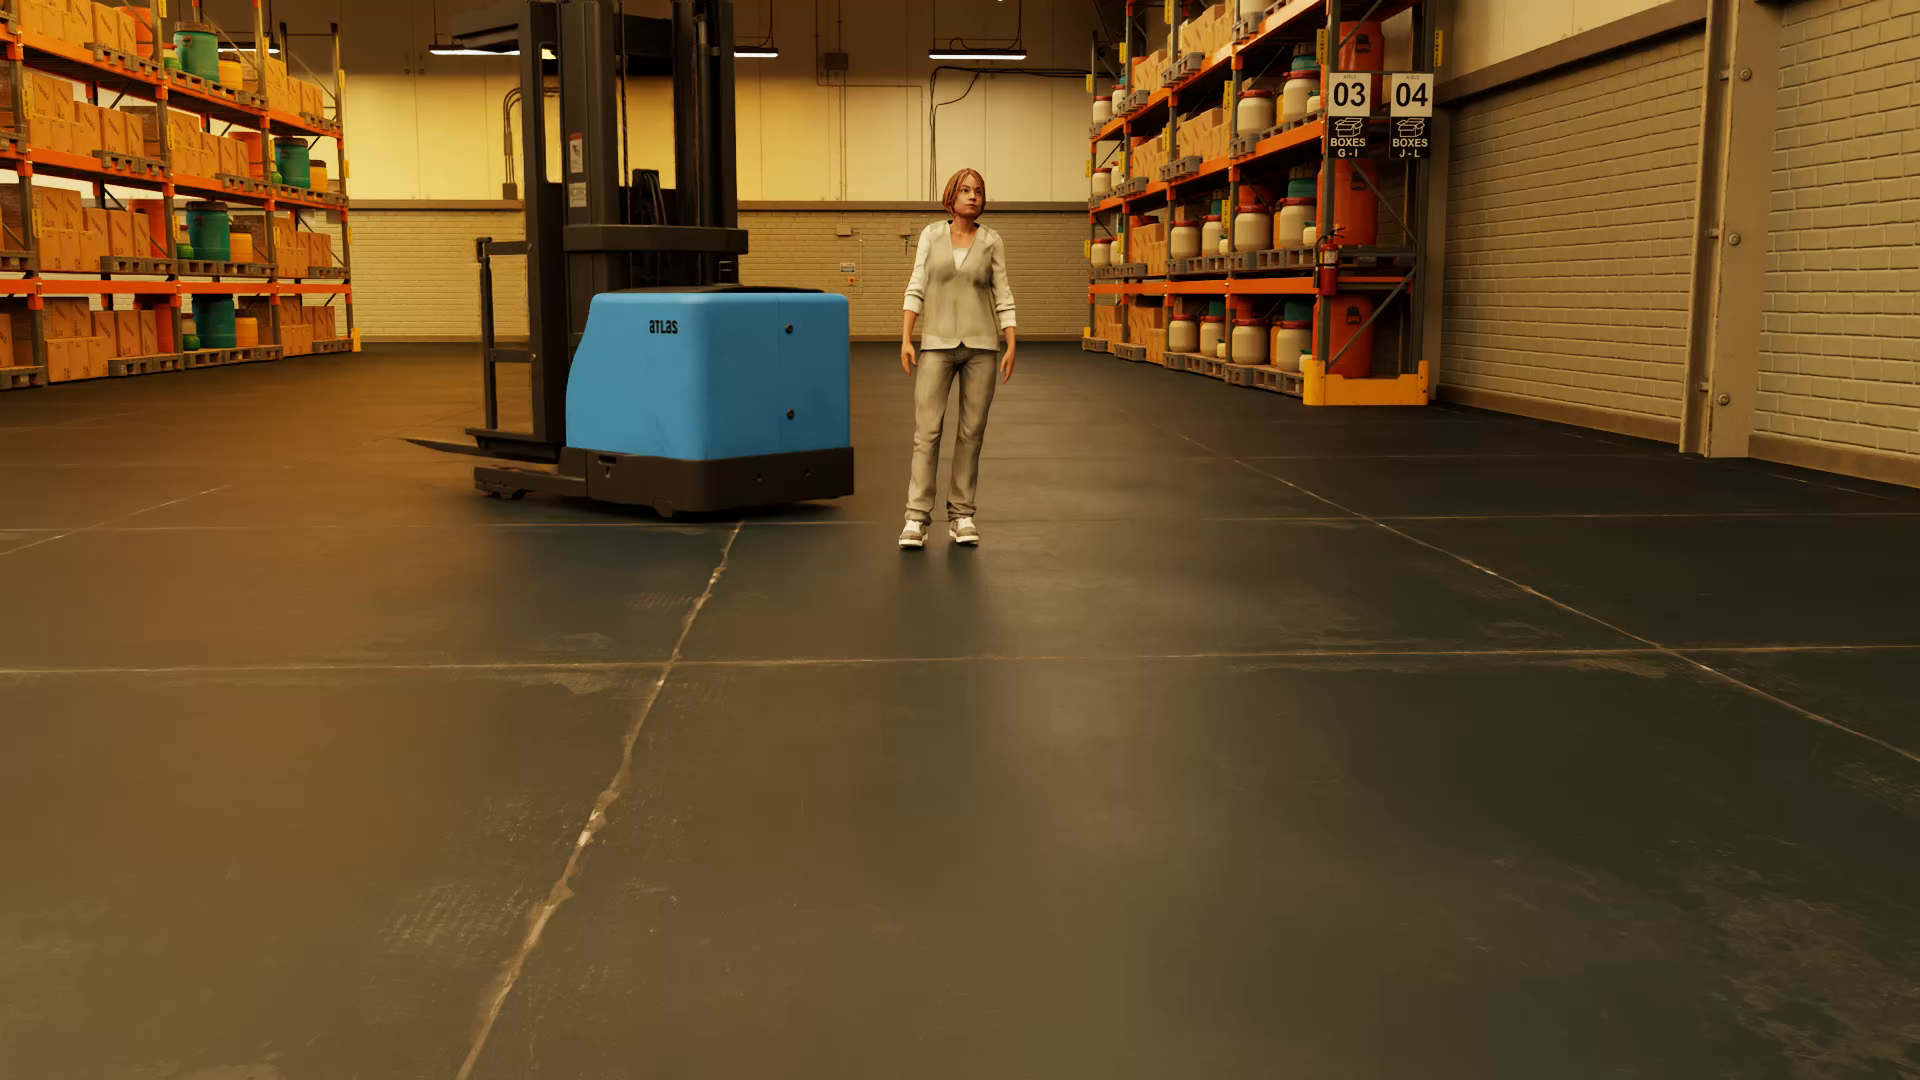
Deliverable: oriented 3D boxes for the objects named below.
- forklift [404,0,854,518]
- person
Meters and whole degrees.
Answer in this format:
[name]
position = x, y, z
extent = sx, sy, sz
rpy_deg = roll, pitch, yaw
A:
[forklift]
position = -1.952, -1.709, 8.843
extent = 3.031, 2.935, 1.130
rpy_deg = 8, 12, 43
[person]
position = -0.010, -0.787, 7.118
extent = 0.519, 1.598, 0.474
rpy_deg = -1, 8, -4
